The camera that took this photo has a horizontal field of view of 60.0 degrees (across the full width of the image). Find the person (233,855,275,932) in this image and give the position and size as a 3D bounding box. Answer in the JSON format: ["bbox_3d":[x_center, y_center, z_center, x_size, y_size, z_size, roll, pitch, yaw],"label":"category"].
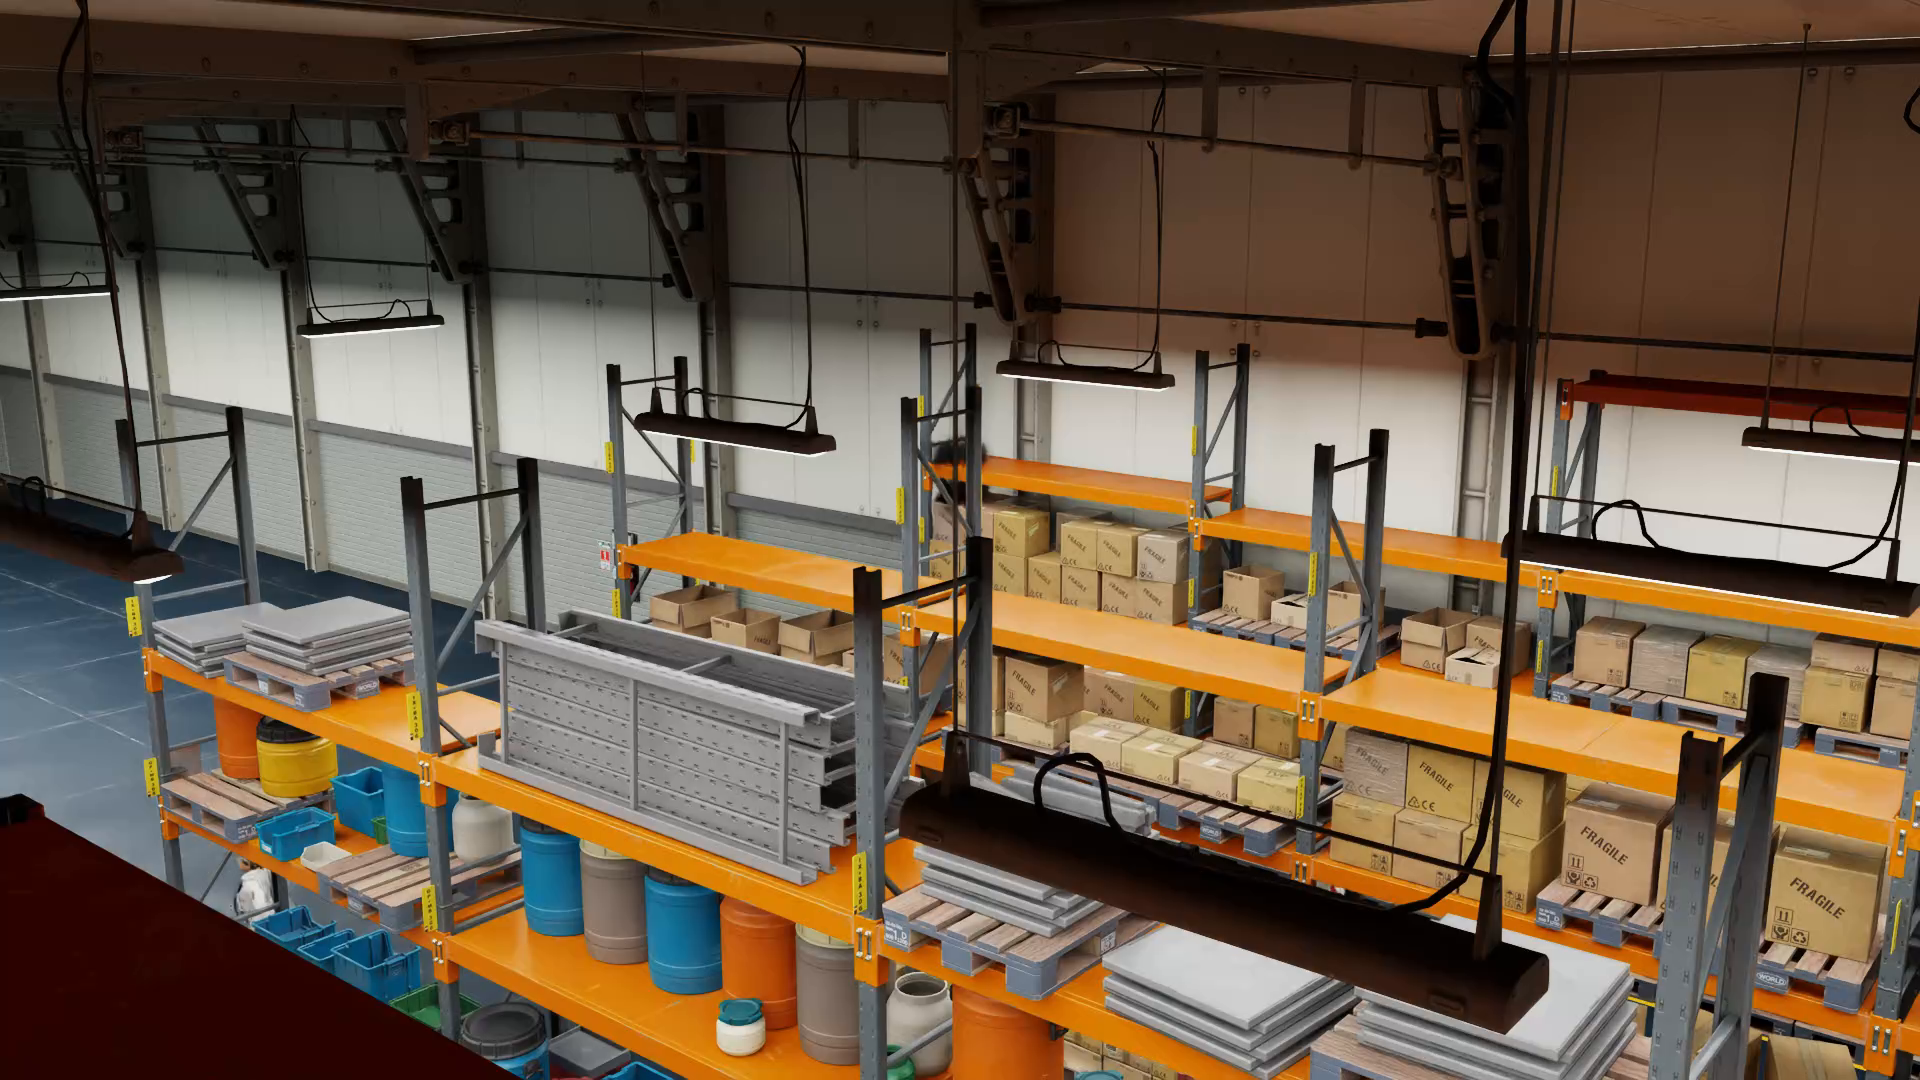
[{"bbox_3d":[-6.829,3.711,16.123,0.527,1.632,0.712,0,13,1],"label":"person"}]

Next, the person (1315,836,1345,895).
[{"bbox_3d":[3.593,3.640,16.082,1.044,1.775,0.685,10,16,38],"label":"person"}]
